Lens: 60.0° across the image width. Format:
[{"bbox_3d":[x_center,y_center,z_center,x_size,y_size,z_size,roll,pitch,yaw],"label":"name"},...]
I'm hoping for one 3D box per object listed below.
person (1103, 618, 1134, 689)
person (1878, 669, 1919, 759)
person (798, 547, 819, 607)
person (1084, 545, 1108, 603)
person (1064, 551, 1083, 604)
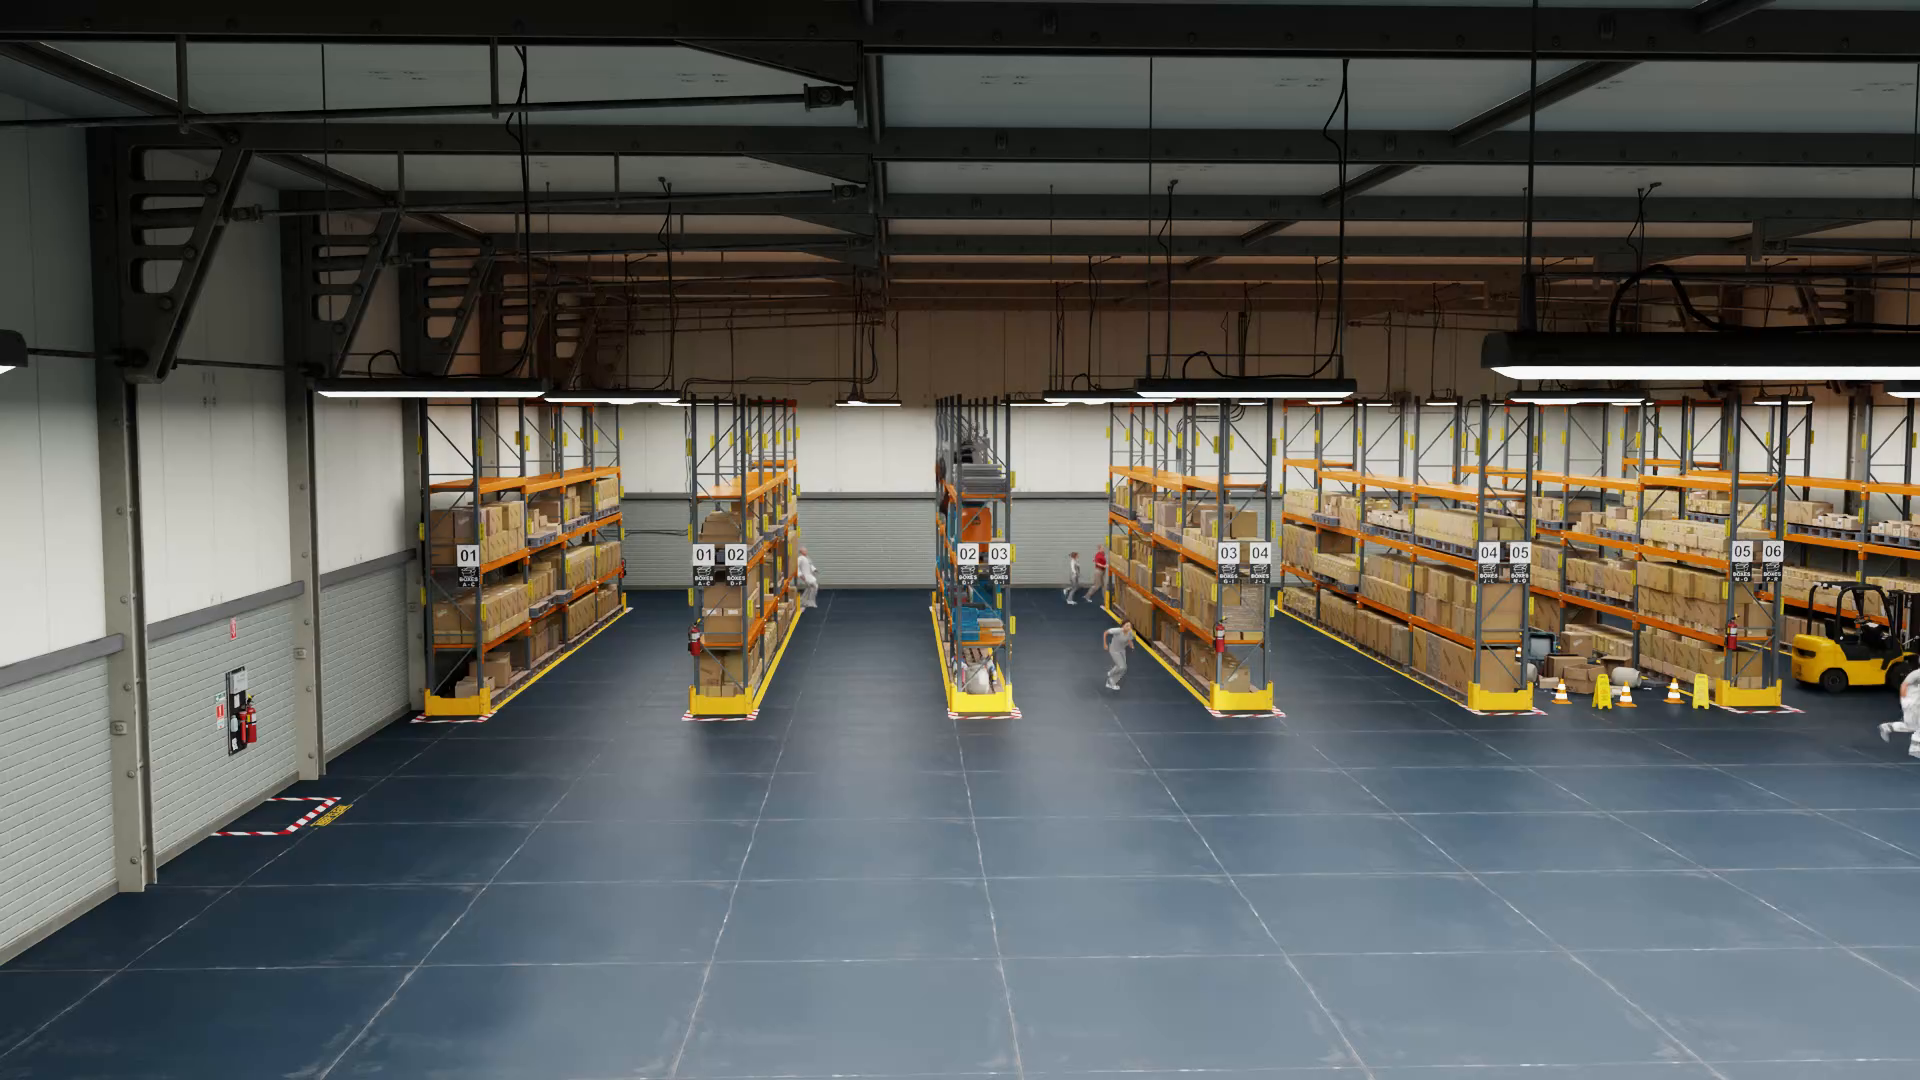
[{"bbox_3d":[3.209,2.318,33.769,0.591,1.503,0.819,-3,5,-30],"label":"person"},{"bbox_3d":[15.708,2.725,27.507,0.658,1.722,0.910,-4,6,-40],"label":"person"},{"bbox_3d":[-4.408,1.093,48.122,0.658,1.777,0.758,1,5,10],"label":"person"},{"bbox_3d":[4.089,1.020,48.879,0.866,1.768,0.682,2,5,21],"label":"person"},{"bbox_3d":[3.347,1.105,48.891,0.605,1.554,0.575,1,5,14],"label":"person"}]
